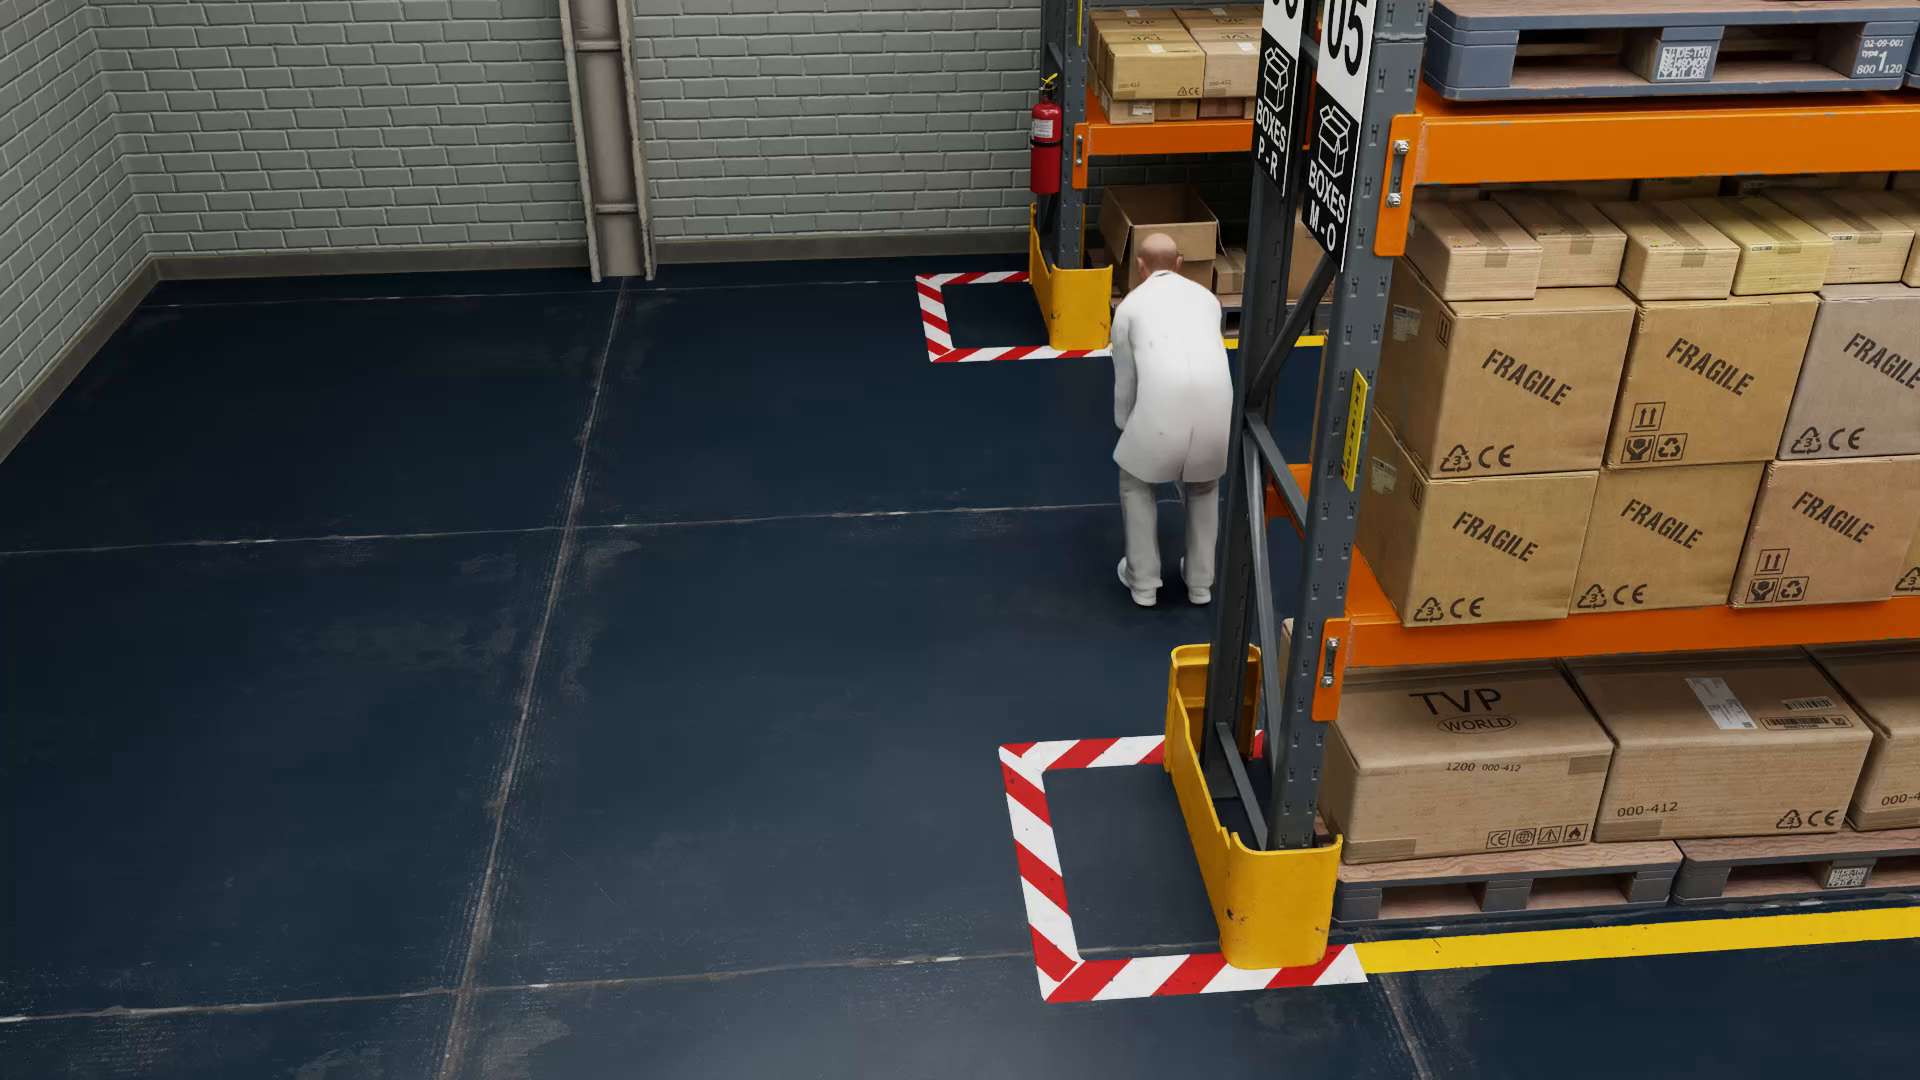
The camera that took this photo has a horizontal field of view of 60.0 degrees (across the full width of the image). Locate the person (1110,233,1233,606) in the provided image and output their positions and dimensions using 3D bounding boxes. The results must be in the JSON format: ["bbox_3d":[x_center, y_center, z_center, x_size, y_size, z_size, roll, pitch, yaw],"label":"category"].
[{"bbox_3d":[0.914,-0.521,7.292,0.554,1.510,0.805,-3,31,-6],"label":"person"}]
